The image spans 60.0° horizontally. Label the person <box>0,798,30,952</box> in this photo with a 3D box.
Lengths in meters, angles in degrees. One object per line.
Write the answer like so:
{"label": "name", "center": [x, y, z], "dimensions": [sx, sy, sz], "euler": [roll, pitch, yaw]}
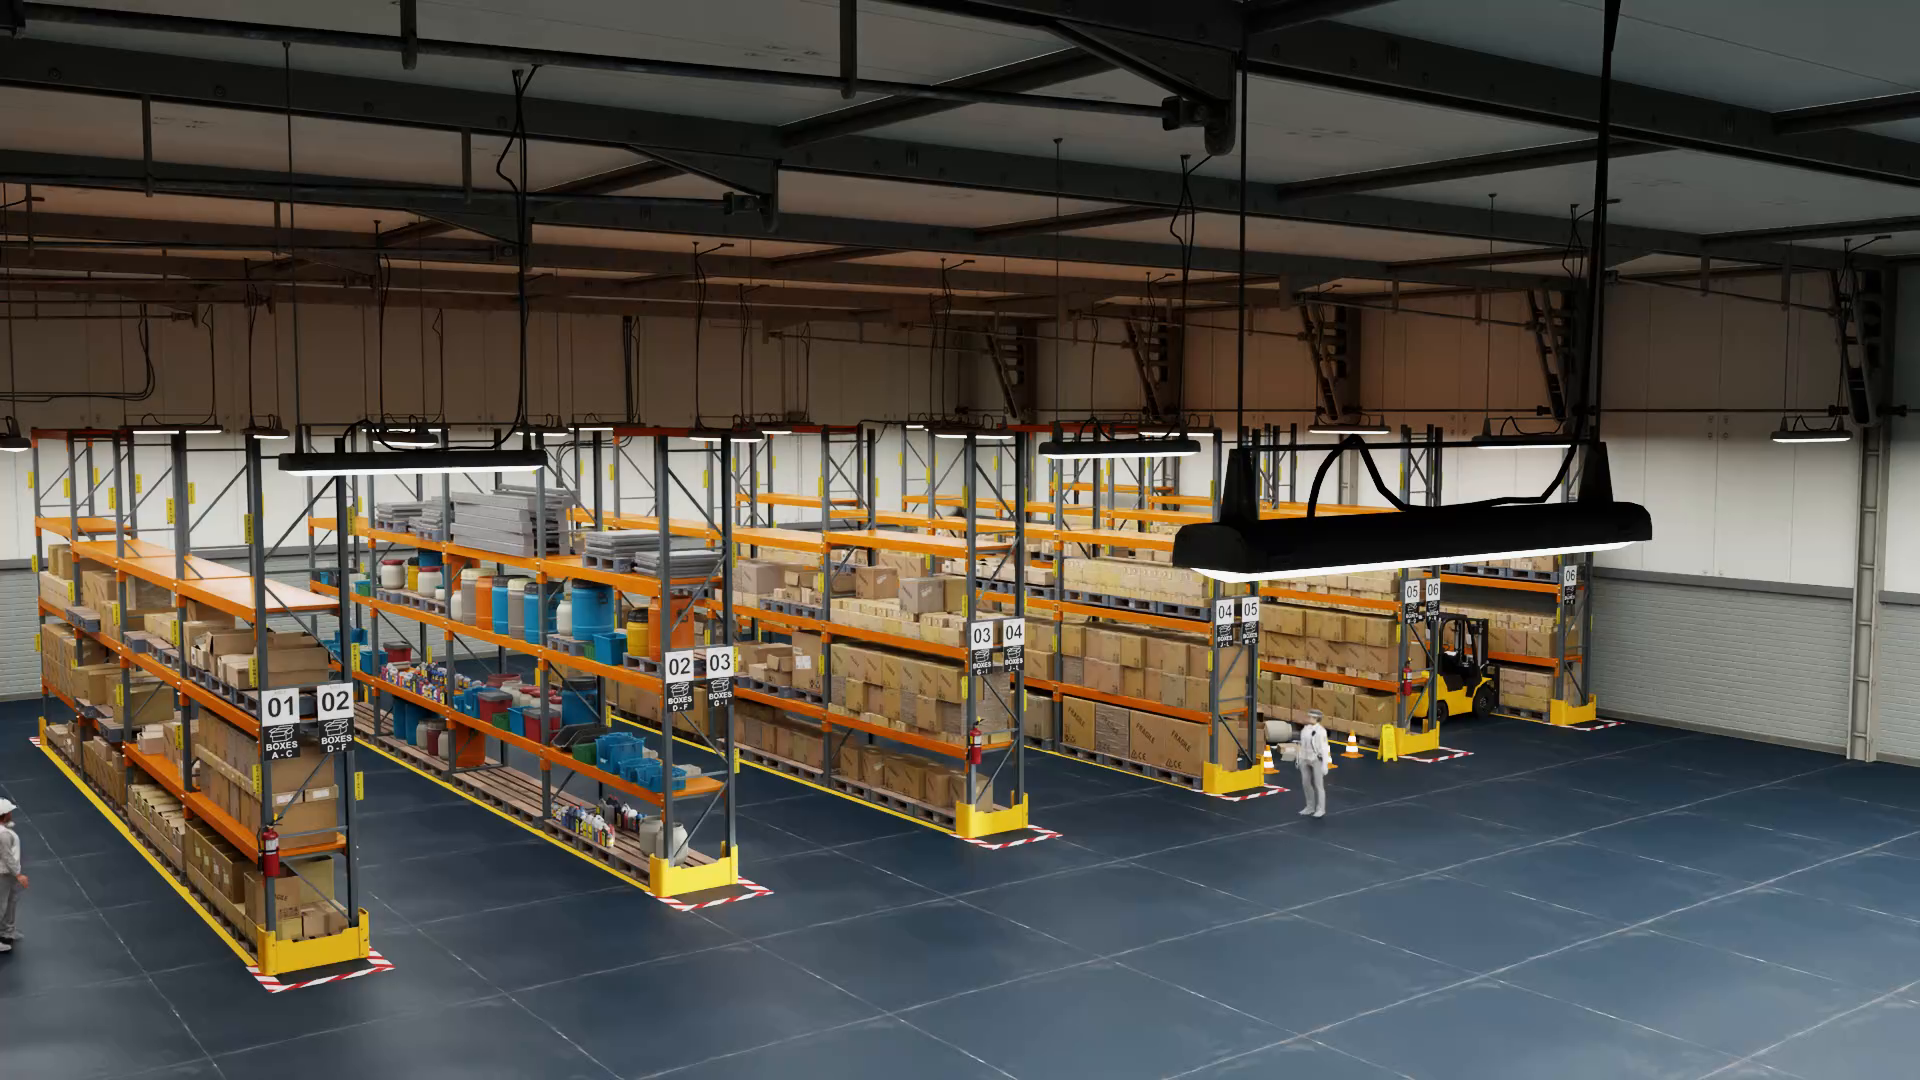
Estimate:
{"label": "person", "center": [-11.272, 3.931, 19.627], "dimensions": [0.502, 1.813, 0.683], "euler": [-3, 5, -29]}

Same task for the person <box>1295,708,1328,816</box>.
{"label": "person", "center": [5.490, 3.472, 25.909], "dimensions": [0.379, 1.717, 0.589], "euler": [-4, 6, -41]}
